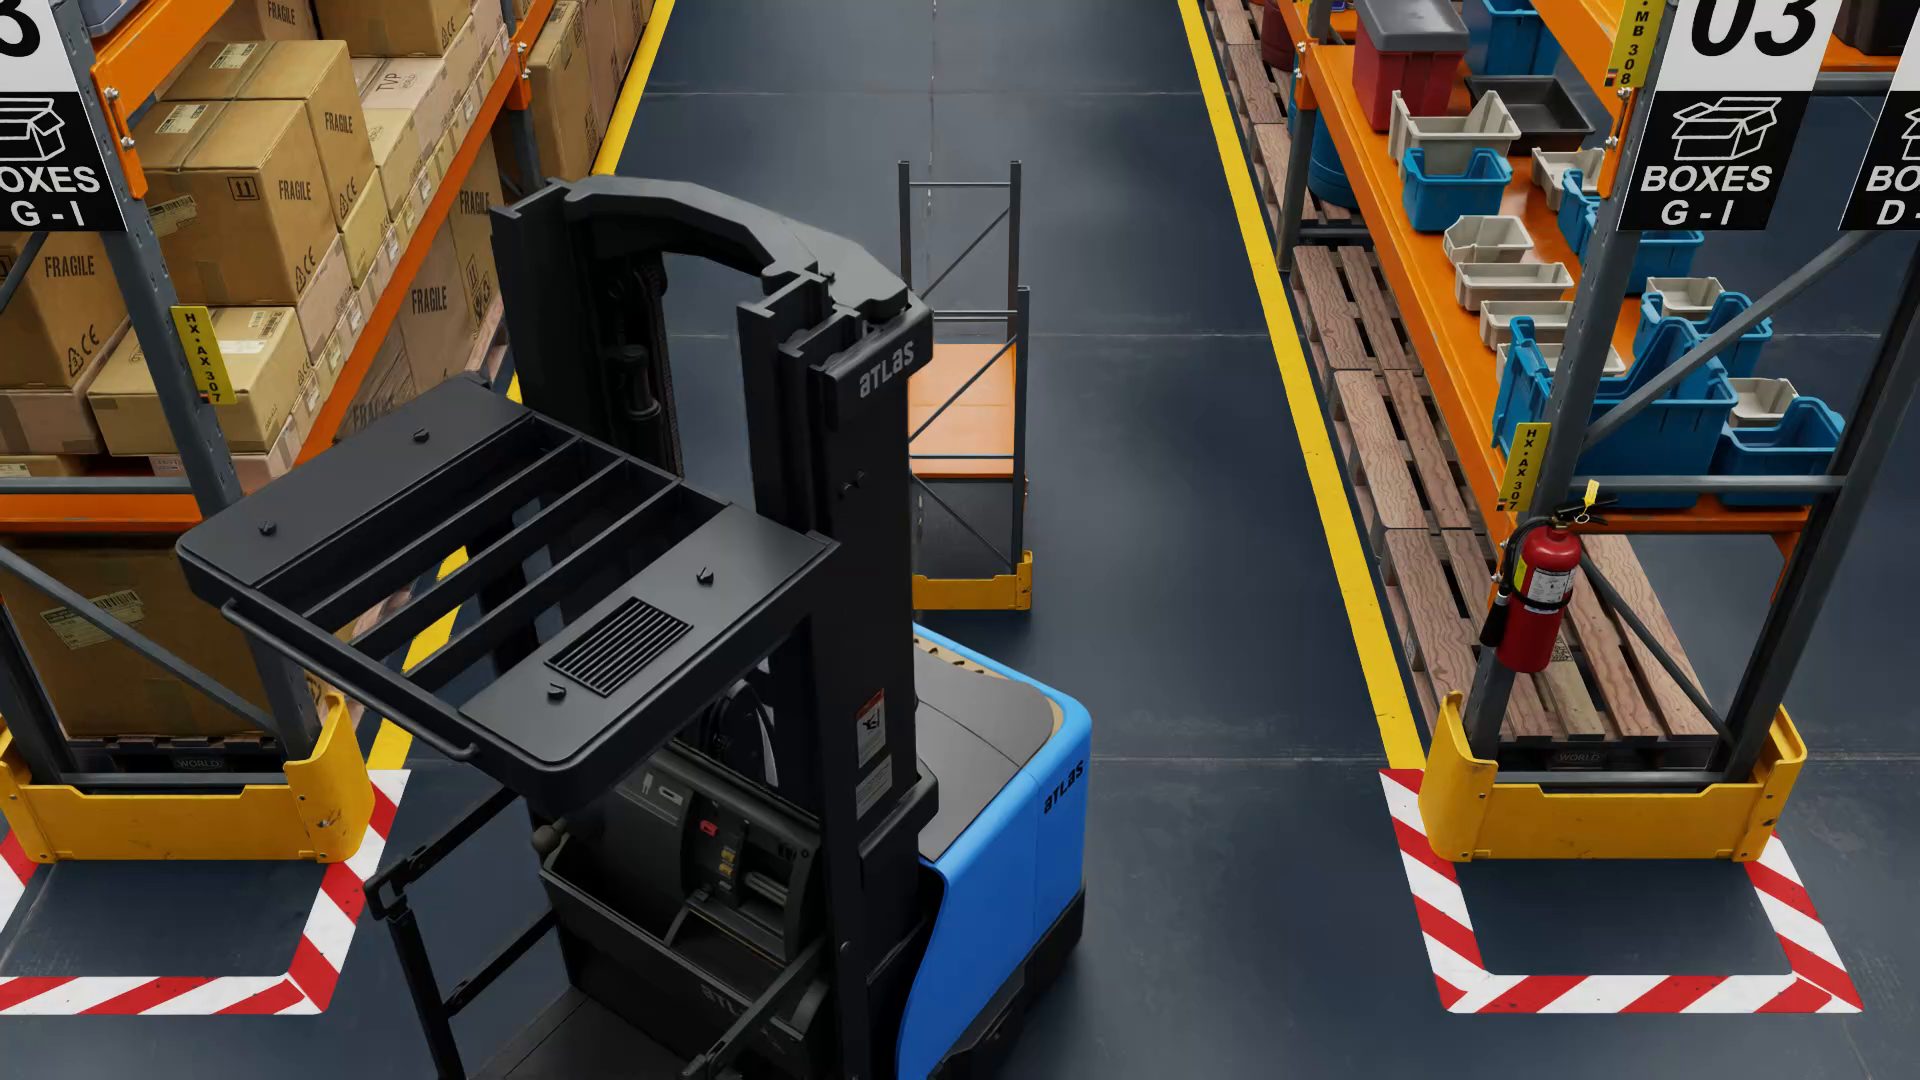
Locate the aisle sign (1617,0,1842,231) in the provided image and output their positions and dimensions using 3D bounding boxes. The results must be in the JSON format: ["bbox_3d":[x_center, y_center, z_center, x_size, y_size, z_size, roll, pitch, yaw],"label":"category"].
[{"bbox_3d":[1.947,-1.132,4.185,0.394,0.787,0.004,0,39,0],"label":"aisle sign"}]

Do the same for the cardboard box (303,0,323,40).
[{"bbox_3d":[-2.980,-2.403,7.132,0.500,0.500,0.500,0,39,0],"label":"cardboard box"}]

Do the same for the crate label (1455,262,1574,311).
[{"bbox_3d":[2.047,-0.948,6.198,0.396,0.136,0.243,0,39,0],"label":"crate label"}]

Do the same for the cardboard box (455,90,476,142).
[{"bbox_3d":[-2.389,-1.890,7.410,0.380,0.149,0.250,1,39,1],"label":"cardboard box"}]

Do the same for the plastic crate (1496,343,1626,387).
[{"bbox_3d":[2.058,-0.593,5.754,0.396,0.136,0.243,0,39,0],"label":"plastic crate"}]

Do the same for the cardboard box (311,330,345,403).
[{"bbox_3d":[-2.386,-0.604,5.806,0.380,0.149,0.250,-1,39,-1],"label":"cardboard box"}]

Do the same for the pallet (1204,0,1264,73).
[{"bbox_3d":[2.273,-3.584,11.554,1.003,0.211,1.213,0,39,0],"label":"pallet"}]

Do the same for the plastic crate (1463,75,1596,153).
[{"bbox_3d":[2.505,-1.880,7.370,0.437,0.125,0.590,0,39,0],"label":"plastic crate"}]

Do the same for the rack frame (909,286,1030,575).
[{"bbox_3d":[0.000,-0.321,6.451,0.500,1.500,0.032,0,39,0],"label":"rack frame"}]

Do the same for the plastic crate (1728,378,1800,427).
[{"bbox_3d":[2.651,-0.439,5.561,0.250,0.136,0.298,0,39,0],"label":"plastic crate"}]

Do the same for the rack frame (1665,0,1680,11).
[{"bbox_3d":[2.240,-2.504,3.178,1.000,3.000,0.127,0,39,0],"label":"rack frame"}]

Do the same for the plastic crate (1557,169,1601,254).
[{"bbox_3d":[2.567,-1.287,6.543,0.416,0.233,0.300,0,39,0],"label":"plastic crate"}]

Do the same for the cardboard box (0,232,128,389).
[{"bbox_3d":[-2.977,-0.814,5.149,0.500,0.500,0.500,0,39,1],"label":"cardboard box"}]

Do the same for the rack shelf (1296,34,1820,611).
[{"bbox_3d":[2.237,-1.133,6.840,1.077,0.370,4.000,0,39,0],"label":"rack shelf"}]

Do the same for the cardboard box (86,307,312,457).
[{"bbox_3d":[-2.444,-0.517,5.379,0.500,0.250,0.500,-1,39,-1],"label":"cardboard box"}]

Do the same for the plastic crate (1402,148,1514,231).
[{"bbox_3d":[1.981,-1.405,6.690,0.416,0.233,0.300,0,39,0],"label":"plastic crate"}]

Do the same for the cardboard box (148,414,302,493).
[{"bbox_3d":[-2.384,-0.283,5.406,0.380,0.149,0.250,0,39,0],"label":"cardboard box"}]

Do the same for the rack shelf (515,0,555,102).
[{"bbox_3d":[-2.720,-3.631,9.957,1.077,0.370,4.000,0,39,0],"label":"rack shelf"}]

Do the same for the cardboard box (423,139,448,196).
[{"bbox_3d":[-2.388,-1.568,7.009,0.380,0.149,0.250,-1,39,-1],"label":"cardboard box"}]

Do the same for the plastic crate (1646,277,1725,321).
[{"bbox_3d":[2.650,-0.863,6.091,0.250,0.136,0.298,0,39,0],"label":"plastic crate"}]

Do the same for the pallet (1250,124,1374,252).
[{"bbox_3d":[2.276,-2.059,9.650,1.003,0.211,1.213,0,39,0],"label":"pallet"}]

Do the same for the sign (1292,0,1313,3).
[{"bbox_3d":[1.685,-2.773,8.090,0.100,0.325,0.005,0,39,0],"label":"sign"}]

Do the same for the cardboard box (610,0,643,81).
[{"bbox_3d":[-2.749,-3.508,10.592,1.225,0.875,0.875,0,39,0],"label":"cardboard box"}]

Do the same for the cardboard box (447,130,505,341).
[{"bbox_3d":[-2.797,-1.583,8.189,0.875,0.875,0.875,0,39,0],"label":"cardboard box"}]

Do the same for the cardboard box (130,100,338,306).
[{"bbox_3d":[-2.444,-1.122,5.534,0.500,0.500,0.500,-1,39,-1],"label":"cardboard box"}]

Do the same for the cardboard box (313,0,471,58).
[{"bbox_3d":[-2.454,-2.410,7.141,0.500,0.500,0.500,0,39,0],"label":"cardboard box"}]

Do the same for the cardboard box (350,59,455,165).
[{"bbox_3d":[-2.451,-1.799,6.979,0.500,0.250,0.500,1,39,1],"label":"cardboard box"}]

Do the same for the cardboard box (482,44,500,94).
[{"bbox_3d":[-2.389,-2.211,7.811,0.380,0.149,0.250,1,39,1],"label":"cardboard box"}]

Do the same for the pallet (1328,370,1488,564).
[{"bbox_3d":[2.279,-0.351,7.520,1.003,0.211,1.213,0,39,0],"label":"pallet"}]

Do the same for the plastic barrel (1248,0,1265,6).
[{"bbox_3d":[2.248,-4.177,11.463,0.600,0.830,0.708,0,39,0],"label":"plastic barrel"}]

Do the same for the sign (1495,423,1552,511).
[{"bbox_3d":[1.690,-0.216,4.990,0.100,0.325,0.005,0,39,0],"label":"sign"}]

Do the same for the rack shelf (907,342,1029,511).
[{"bbox_3d":[0.000,-0.498,6.960,0.538,0.185,1.000,0,39,0],"label":"rack shelf"}]

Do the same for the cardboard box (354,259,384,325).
[{"bbox_3d":[-2.387,-0.926,6.208,0.380,0.149,0.250,-1,39,-1],"label":"cardboard box"}]

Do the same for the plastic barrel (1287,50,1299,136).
[{"bbox_3d":[2.251,-2.792,9.678,0.600,0.901,0.708,0,39,0],"label":"plastic barrel"}]

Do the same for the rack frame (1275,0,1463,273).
[{"bbox_3d":[2.235,-2.664,8.176,1.000,3.000,0.127,0,39,0],"label":"rack frame"}]

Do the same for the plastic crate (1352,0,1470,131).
[{"bbox_3d":[1.985,-2.154,7.440,0.402,0.464,0.583,0,39,0],"label":"plastic crate"}]

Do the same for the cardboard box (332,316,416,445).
[{"bbox_3d":[-2.795,-0.463,6.793,0.875,0.875,0.875,0,39,0],"label":"cardboard box"}]

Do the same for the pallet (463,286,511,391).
[{"bbox_3d":[-2.795,-1.097,8.450,1.003,0.211,1.213,0,39,0],"label":"pallet"}]

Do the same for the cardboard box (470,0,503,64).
[{"bbox_3d":[-2.455,-2.442,7.781,0.500,0.250,0.500,-1,39,-1],"label":"cardboard box"}]

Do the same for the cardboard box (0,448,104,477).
[{"bbox_3d":[-3.043,-0.284,5.406,0.380,0.149,0.250,1,39,1],"label":"cardboard box"}]

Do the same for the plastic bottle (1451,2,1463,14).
[{"bbox_3d":[2.559,-2.891,8.498,0.144,0.351,0.185,0,39,0],"label":"plastic bottle"}]

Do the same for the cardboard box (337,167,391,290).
[{"bbox_3d":[-2.448,-1.156,6.176,0.500,0.250,0.500,-1,39,-2],"label":"cardboard box"}]

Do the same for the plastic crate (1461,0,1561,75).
[{"bbox_3d":[2.577,-2.390,7.798,0.392,0.384,0.575,0,39,0],"label":"plastic crate"}]

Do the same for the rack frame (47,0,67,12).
[{"bbox_3d":[-2.713,-2.500,3.174,1.000,3.000,0.127,0,39,0],"label":"rack frame"}]

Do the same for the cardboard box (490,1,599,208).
[{"bbox_3d":[-2.739,-2.396,9.204,1.225,0.875,0.875,0,39,0],"label":"cardboard box"}]

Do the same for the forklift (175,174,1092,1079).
[{"bbox_3d":[-0.851,0.768,3.947,1.130,2.935,3.031,24,44,27],"label":"forklift"}]

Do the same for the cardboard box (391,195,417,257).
[{"bbox_3d":[-2.387,-1.245,6.606,0.380,0.149,0.250,-1,39,-1],"label":"cardboard box"}]

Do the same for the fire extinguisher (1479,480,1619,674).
[{"bbox_3d":[1.785,0.108,5.077,0.296,0.674,0.183,0,39,0],"label":"fire extinguisher"}]

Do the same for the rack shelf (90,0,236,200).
[{"bbox_3d":[-2.716,-2.300,5.898,1.077,0.370,4.000,0,39,0],"label":"rack shelf"}]

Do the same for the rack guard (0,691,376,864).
[{"bbox_3d":[-2.713,0.831,5.813,1.175,0.500,0.348,0,39,0],"label":"rack guard"}]

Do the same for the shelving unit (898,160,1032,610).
[{"bbox_3d":[0.000,-0.633,6.840,0.587,1.500,1.083,0,39,0],"label":"shelving unit"}]

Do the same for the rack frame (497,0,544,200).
[{"bbox_3d":[-2.718,-2.661,8.171,1.000,3.000,0.127,0,39,0],"label":"rack frame"}]
